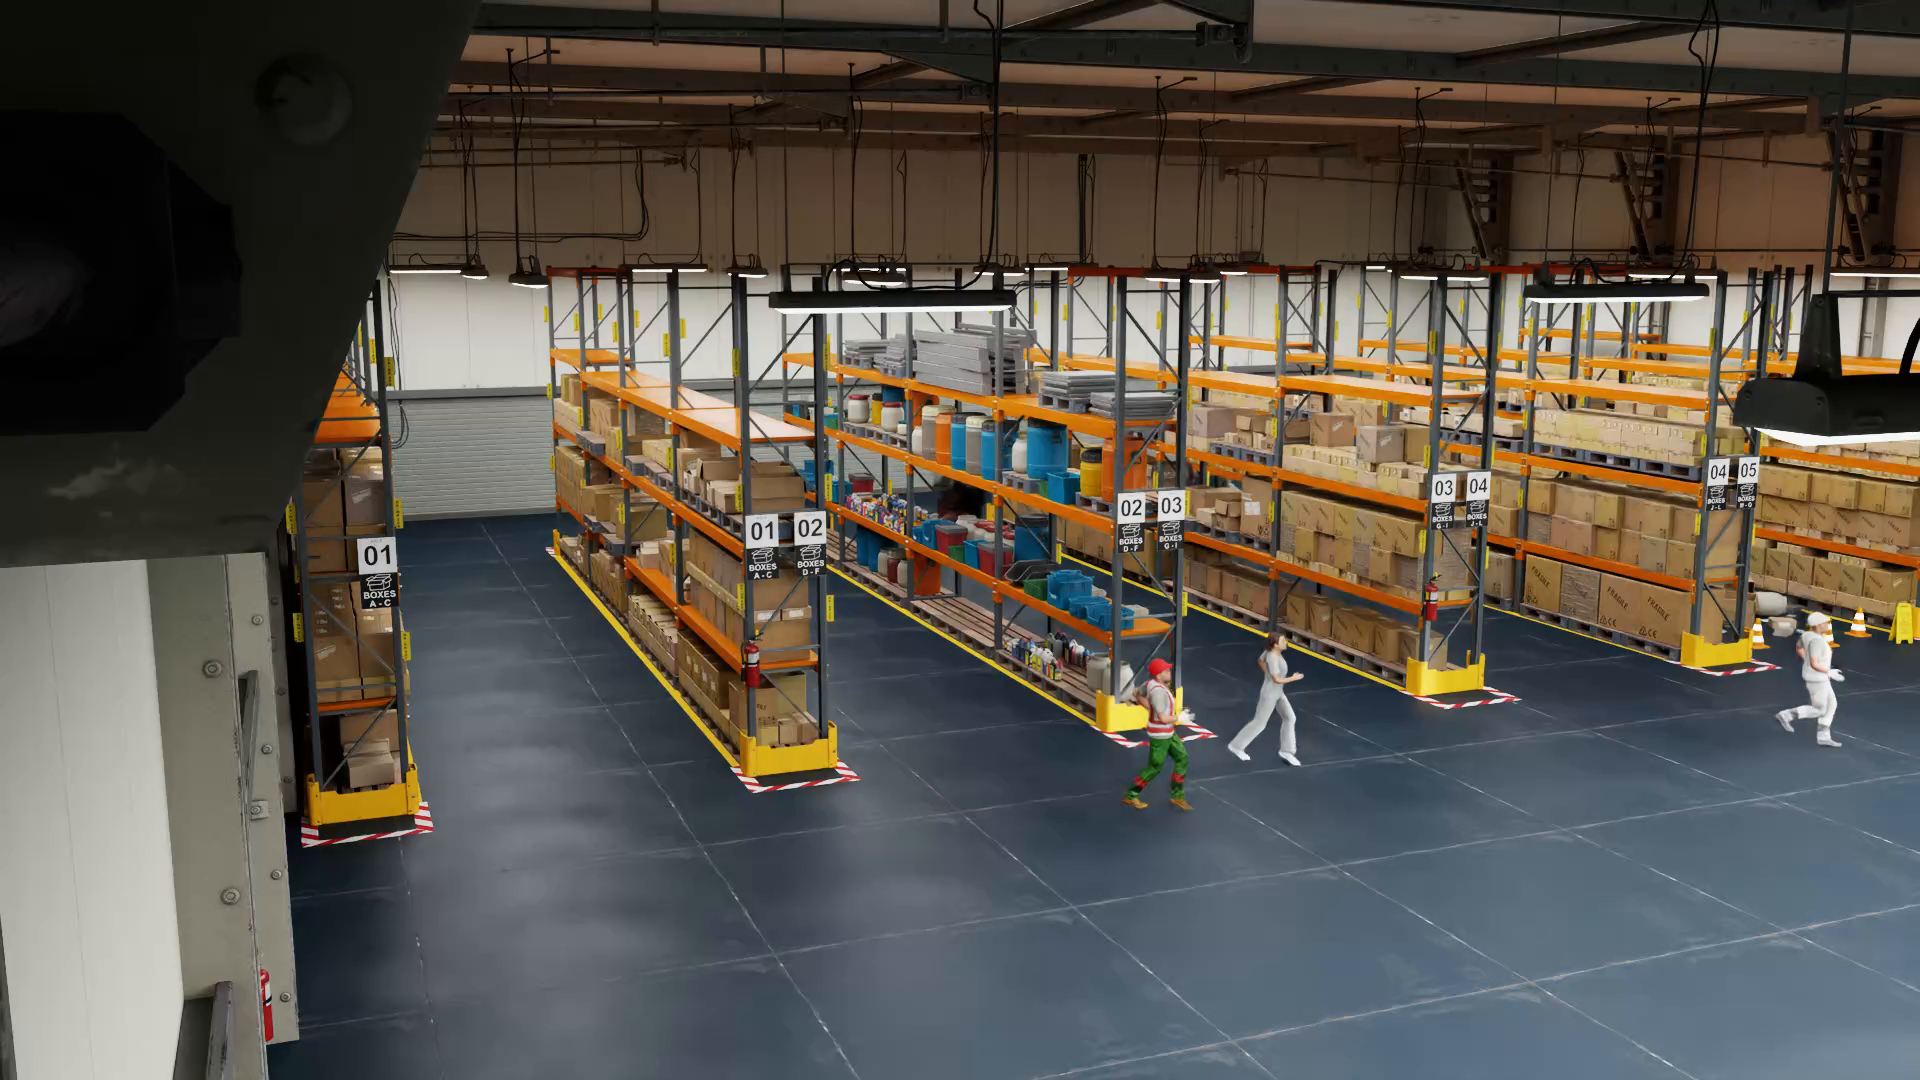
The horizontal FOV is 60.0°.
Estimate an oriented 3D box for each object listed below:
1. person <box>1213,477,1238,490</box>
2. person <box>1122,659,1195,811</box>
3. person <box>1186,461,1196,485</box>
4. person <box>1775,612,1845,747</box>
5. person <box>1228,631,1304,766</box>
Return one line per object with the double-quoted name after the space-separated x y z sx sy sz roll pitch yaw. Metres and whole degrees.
6.541 -1.730 41.454 0.947 1.732 0.716 8 13 40 "person"
2.262 2.219 18.857 0.813 1.812 0.665 1 10 7 "person"
5.039 -1.108 37.891 0.733 1.834 0.984 -3 10 -16 "person"
10.986 1.786 21.433 0.825 1.754 0.668 3 10 19 "person"
3.802 1.956 20.624 0.894 1.706 0.575 3 10 16 "person"
